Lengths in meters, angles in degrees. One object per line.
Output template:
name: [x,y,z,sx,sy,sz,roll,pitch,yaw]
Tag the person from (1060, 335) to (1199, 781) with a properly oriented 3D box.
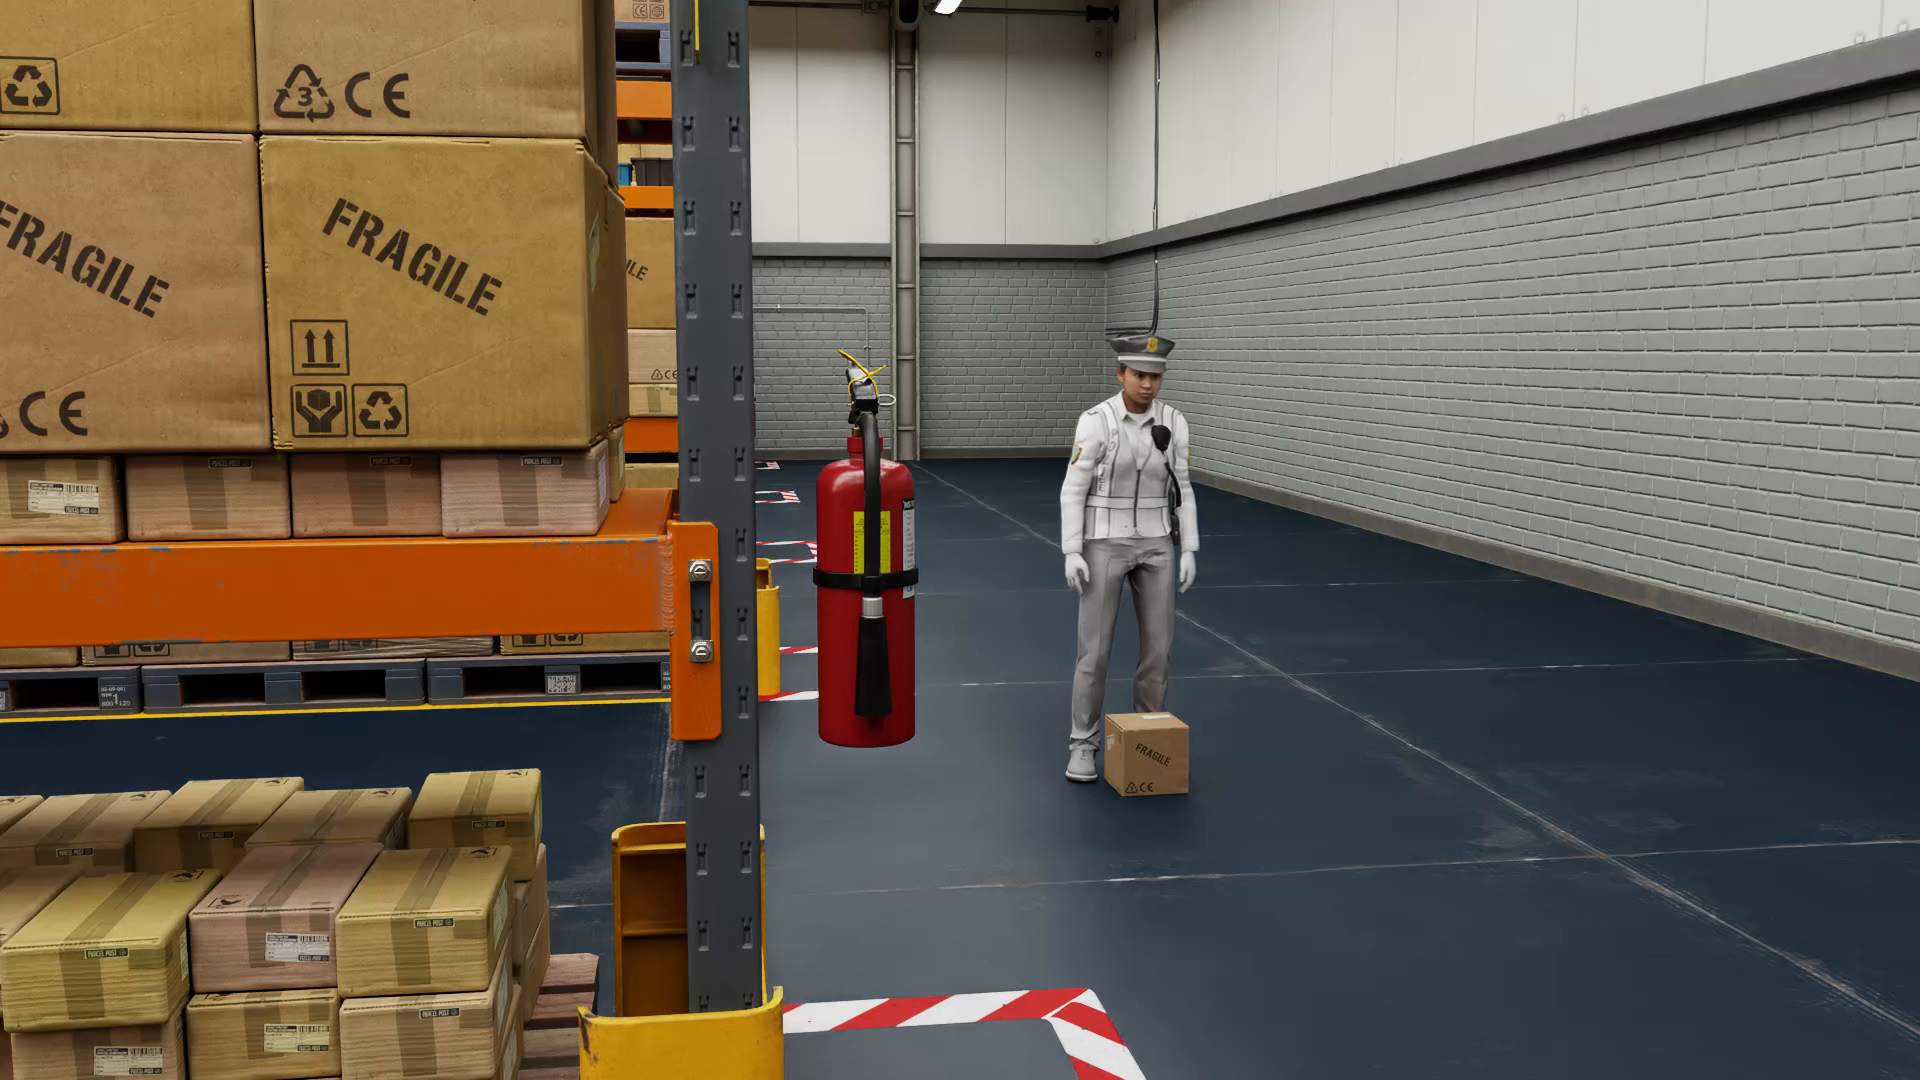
person: [0.646,0.061,6.293,0.535,1.663,0.379,-1,7,-10]
